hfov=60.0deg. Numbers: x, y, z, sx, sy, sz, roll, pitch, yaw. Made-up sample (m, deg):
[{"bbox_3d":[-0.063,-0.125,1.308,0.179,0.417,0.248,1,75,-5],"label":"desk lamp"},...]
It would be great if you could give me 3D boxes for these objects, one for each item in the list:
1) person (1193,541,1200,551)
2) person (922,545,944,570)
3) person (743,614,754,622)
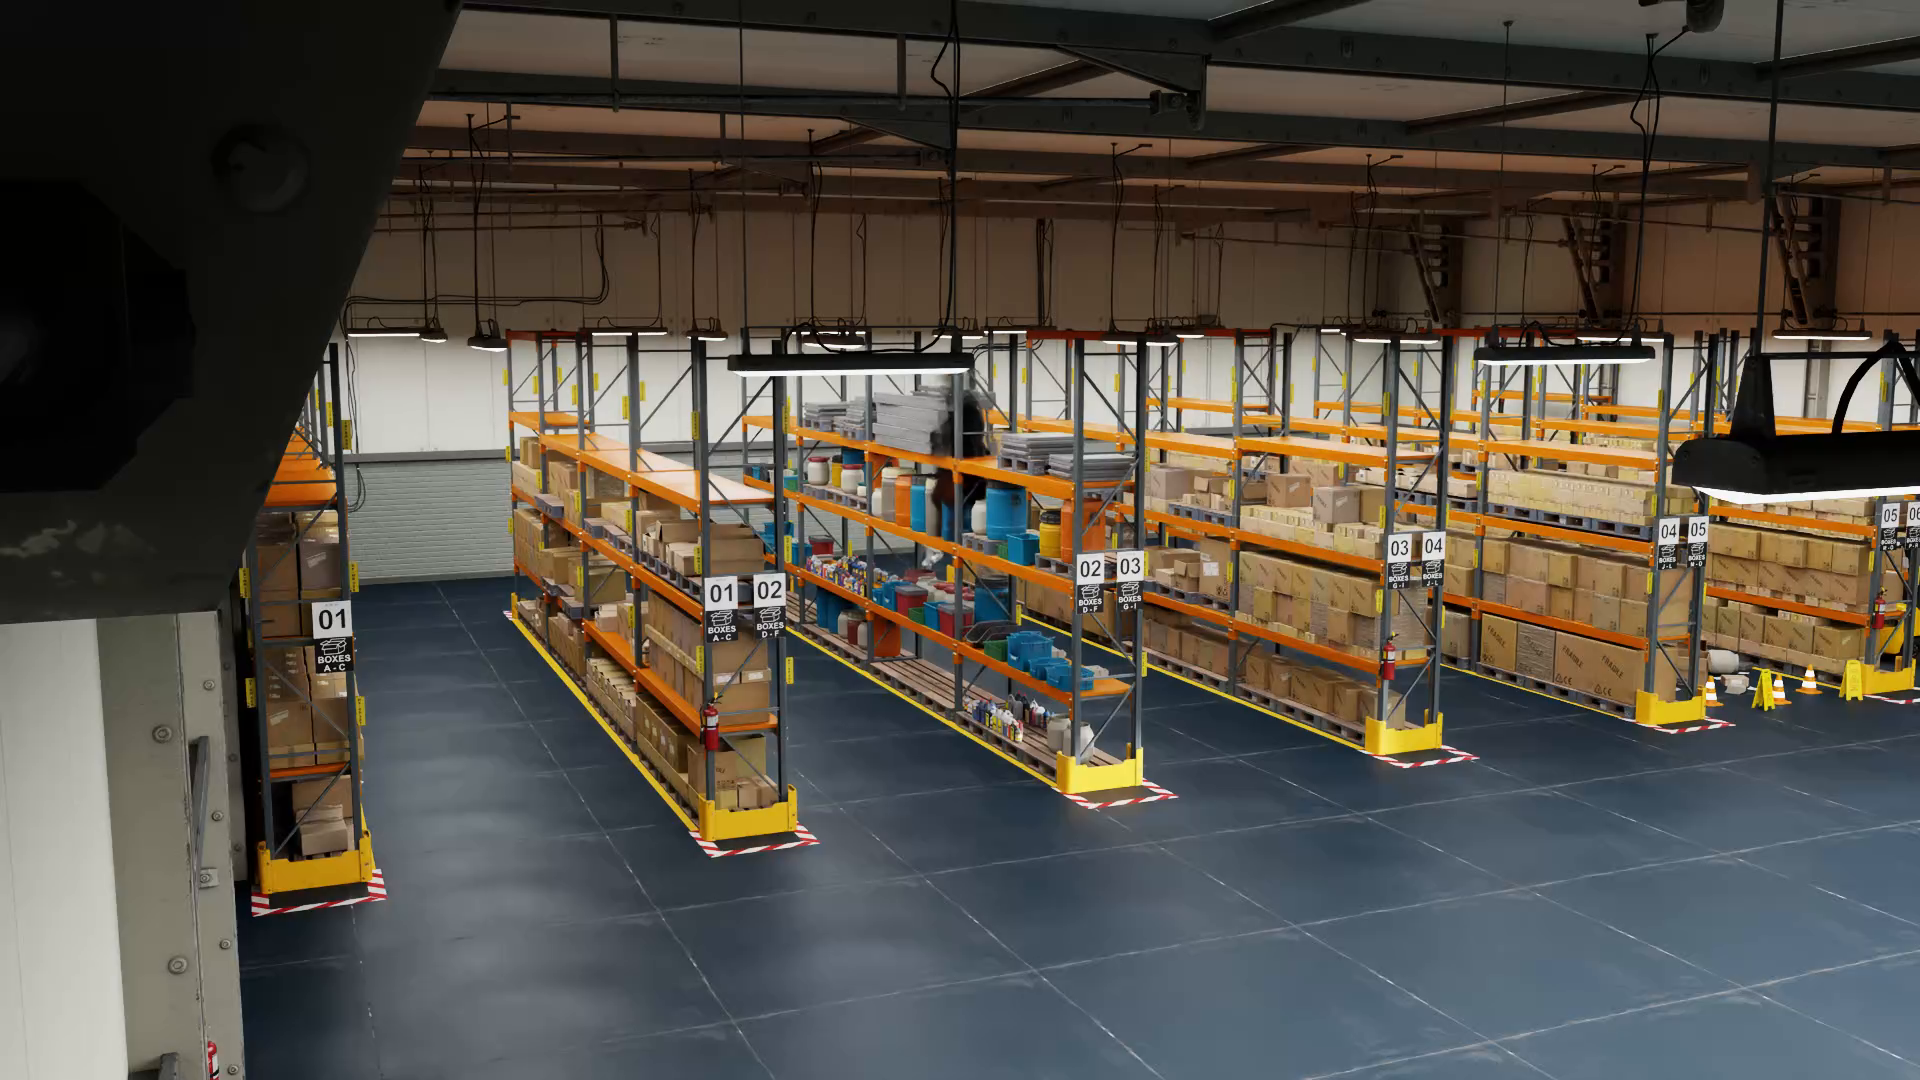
[{"bbox_3d":[6.054,-0.162,41.355,0.605,1.745,0.705,4,9,28],"label":"person"},{"bbox_3d":[-0.694,0.026,39.989,0.653,1.727,0.651,-1,8,-7],"label":"person"},{"bbox_3d":[-3.761,1.602,28.736,0.595,1.531,0.692,-5,9,-33],"label":"person"}]
